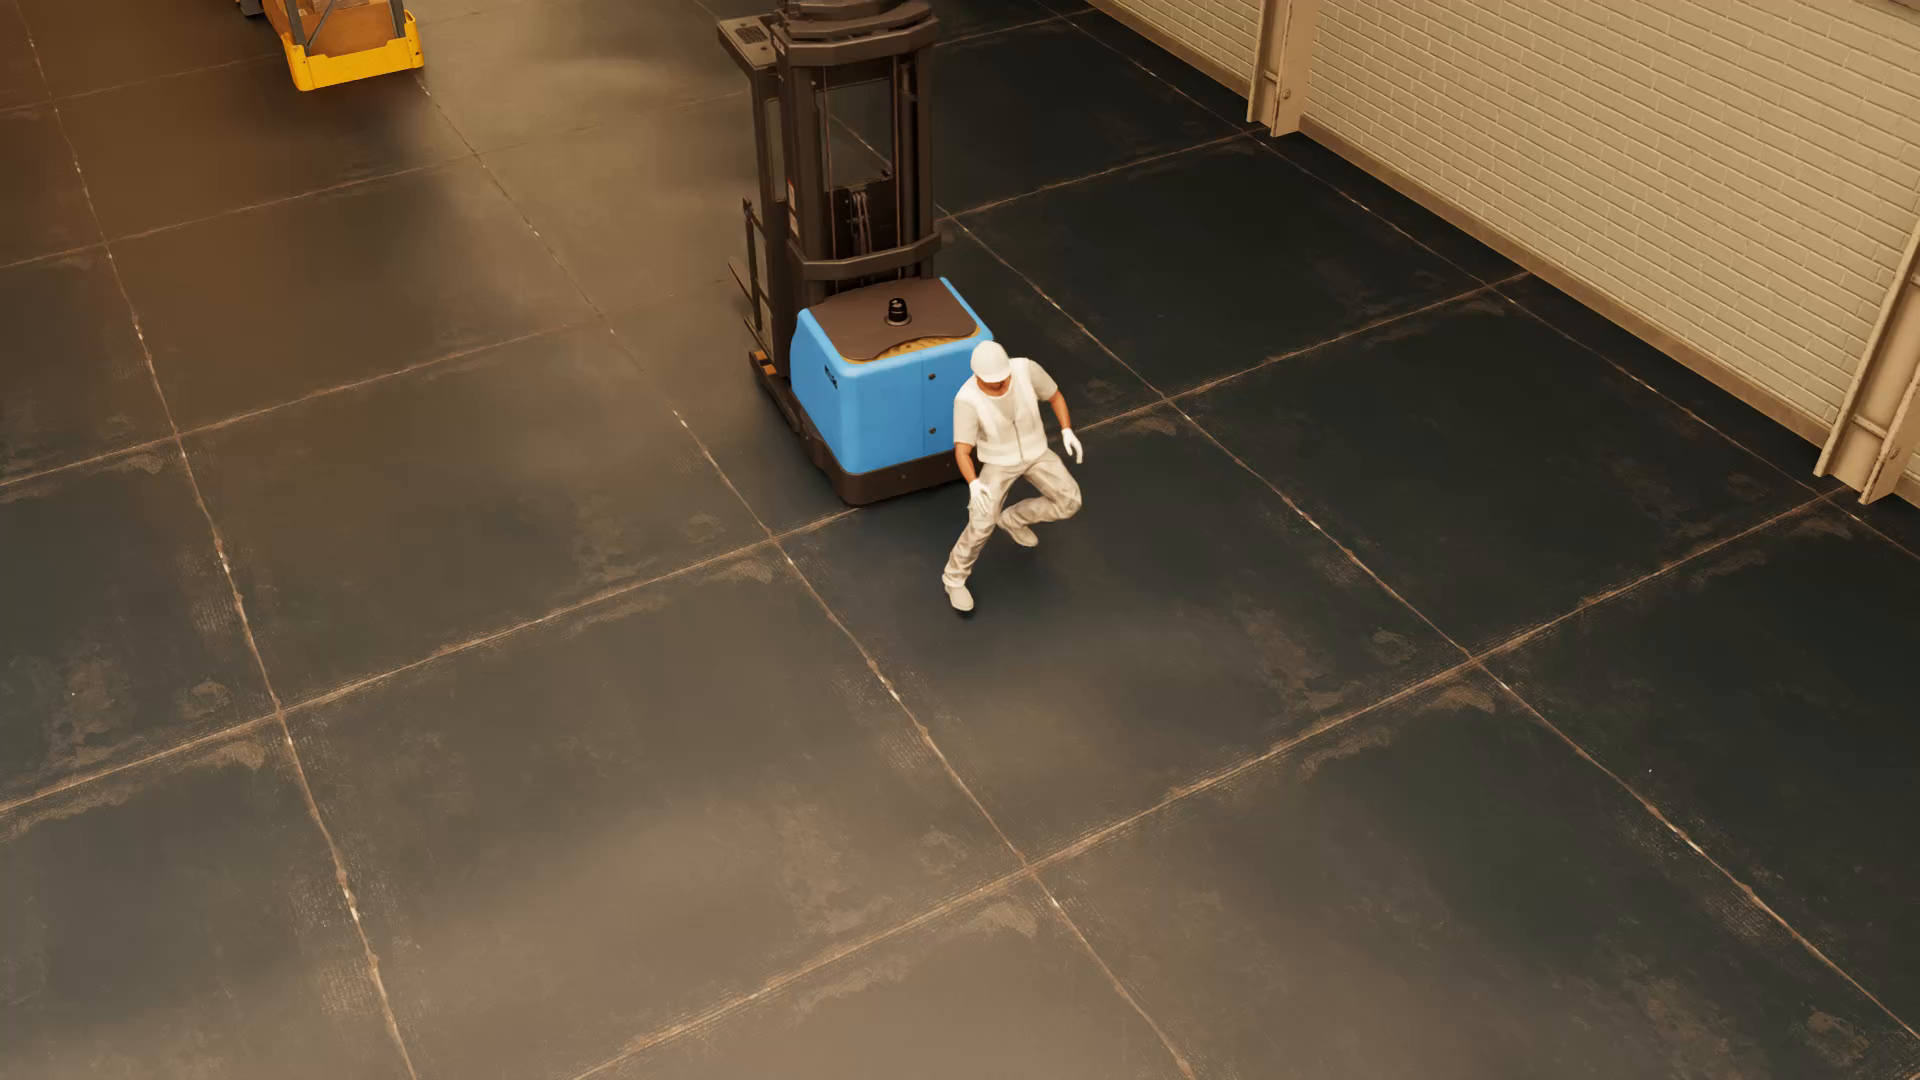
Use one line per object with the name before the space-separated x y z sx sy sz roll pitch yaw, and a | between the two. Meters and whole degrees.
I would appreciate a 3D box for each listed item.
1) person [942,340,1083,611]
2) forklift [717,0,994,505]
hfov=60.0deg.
person | 0.287 -0.392 9.565 0.837 1.592 0.785 -14 42 -16
forklift | -0.835 -2.289 10.796 1.130 2.935 3.031 -16 42 -18
